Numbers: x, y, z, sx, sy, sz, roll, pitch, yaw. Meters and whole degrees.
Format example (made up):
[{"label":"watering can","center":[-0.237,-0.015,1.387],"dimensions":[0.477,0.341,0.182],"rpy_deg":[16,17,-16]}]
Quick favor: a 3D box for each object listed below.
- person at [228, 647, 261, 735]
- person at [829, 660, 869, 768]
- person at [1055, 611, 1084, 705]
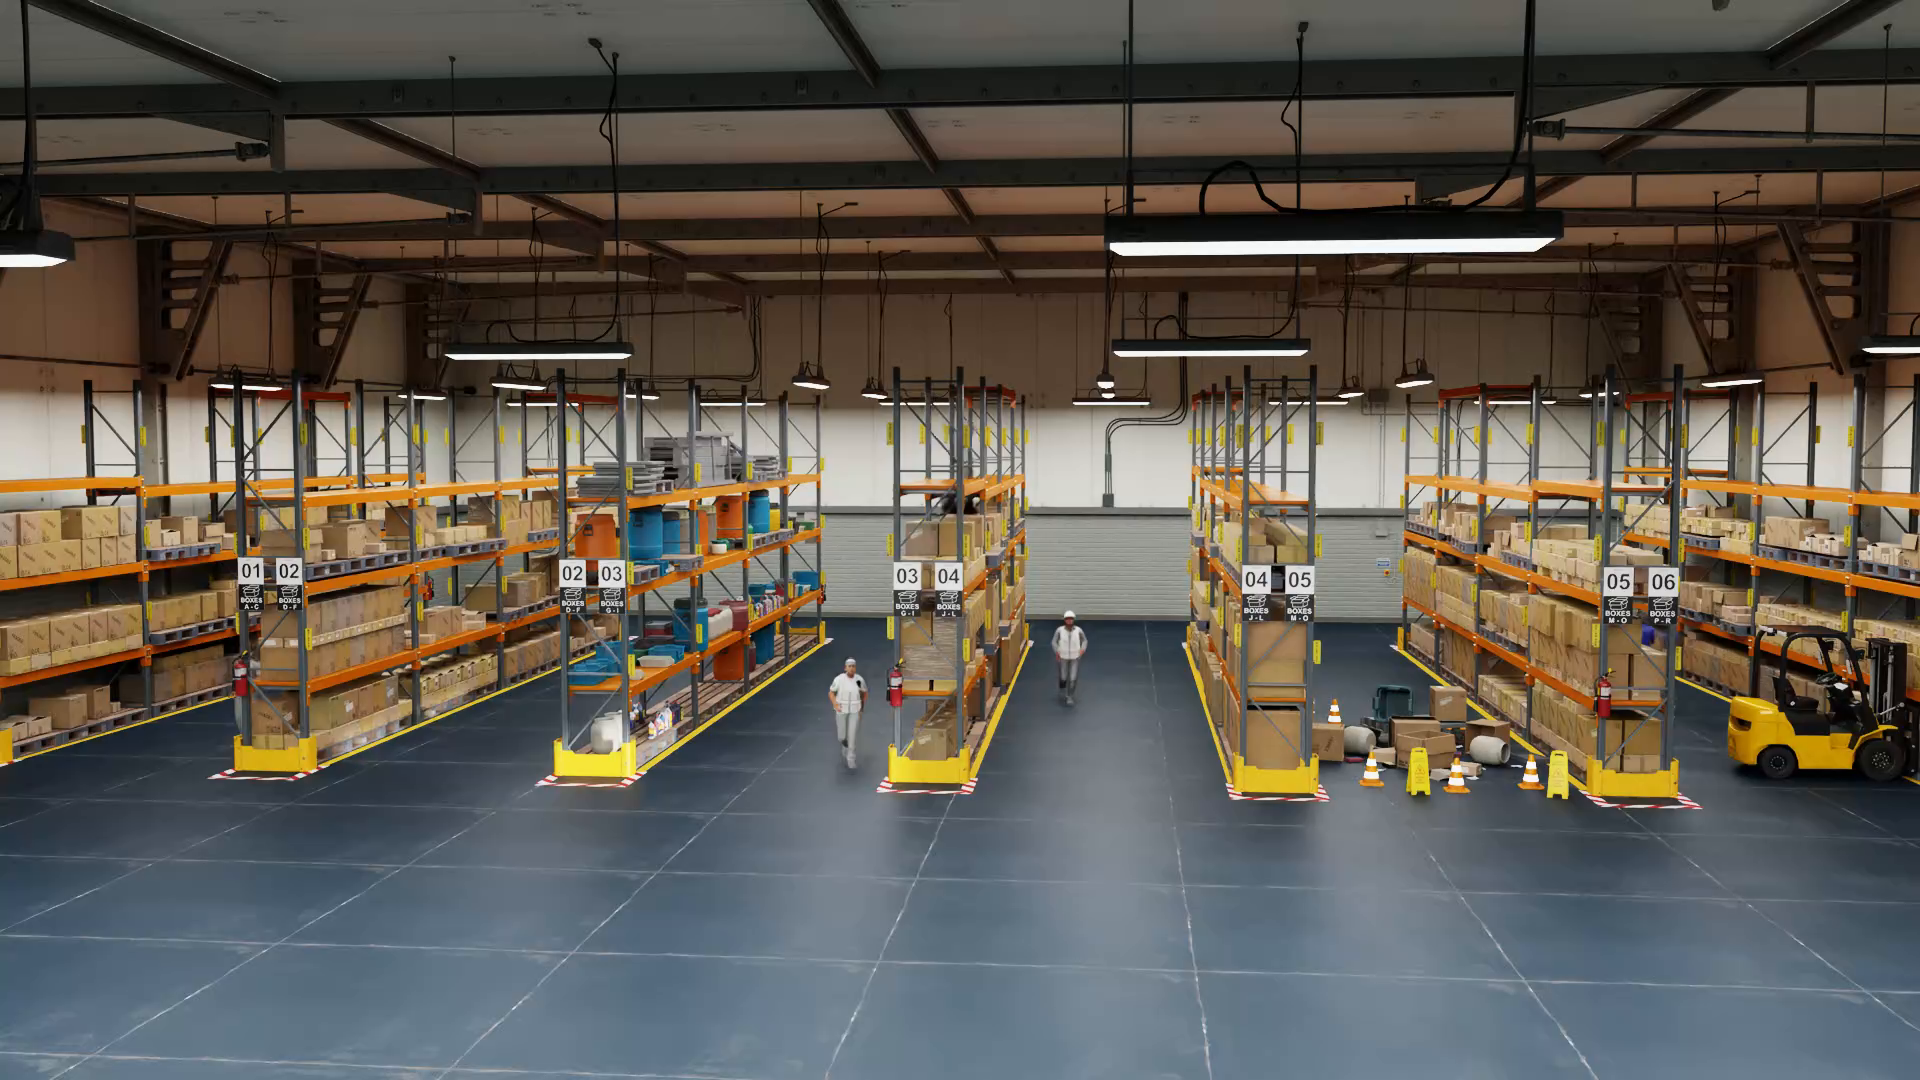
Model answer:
[{"label":"person","center":[-11.547,2.516,26.879],"dimensions":[0.555,1.627,0.621],"rpy_deg":[0,4,3]},{"label":"person","center":[-1.689,2.629,25.272],"dimensions":[0.604,1.638,0.532],"rpy_deg":[0,4,-6]},{"label":"person","center":[2.054,2.205,31.128],"dimensions":[0.576,1.743,0.576],"rpy_deg":[0,4,0]}]
